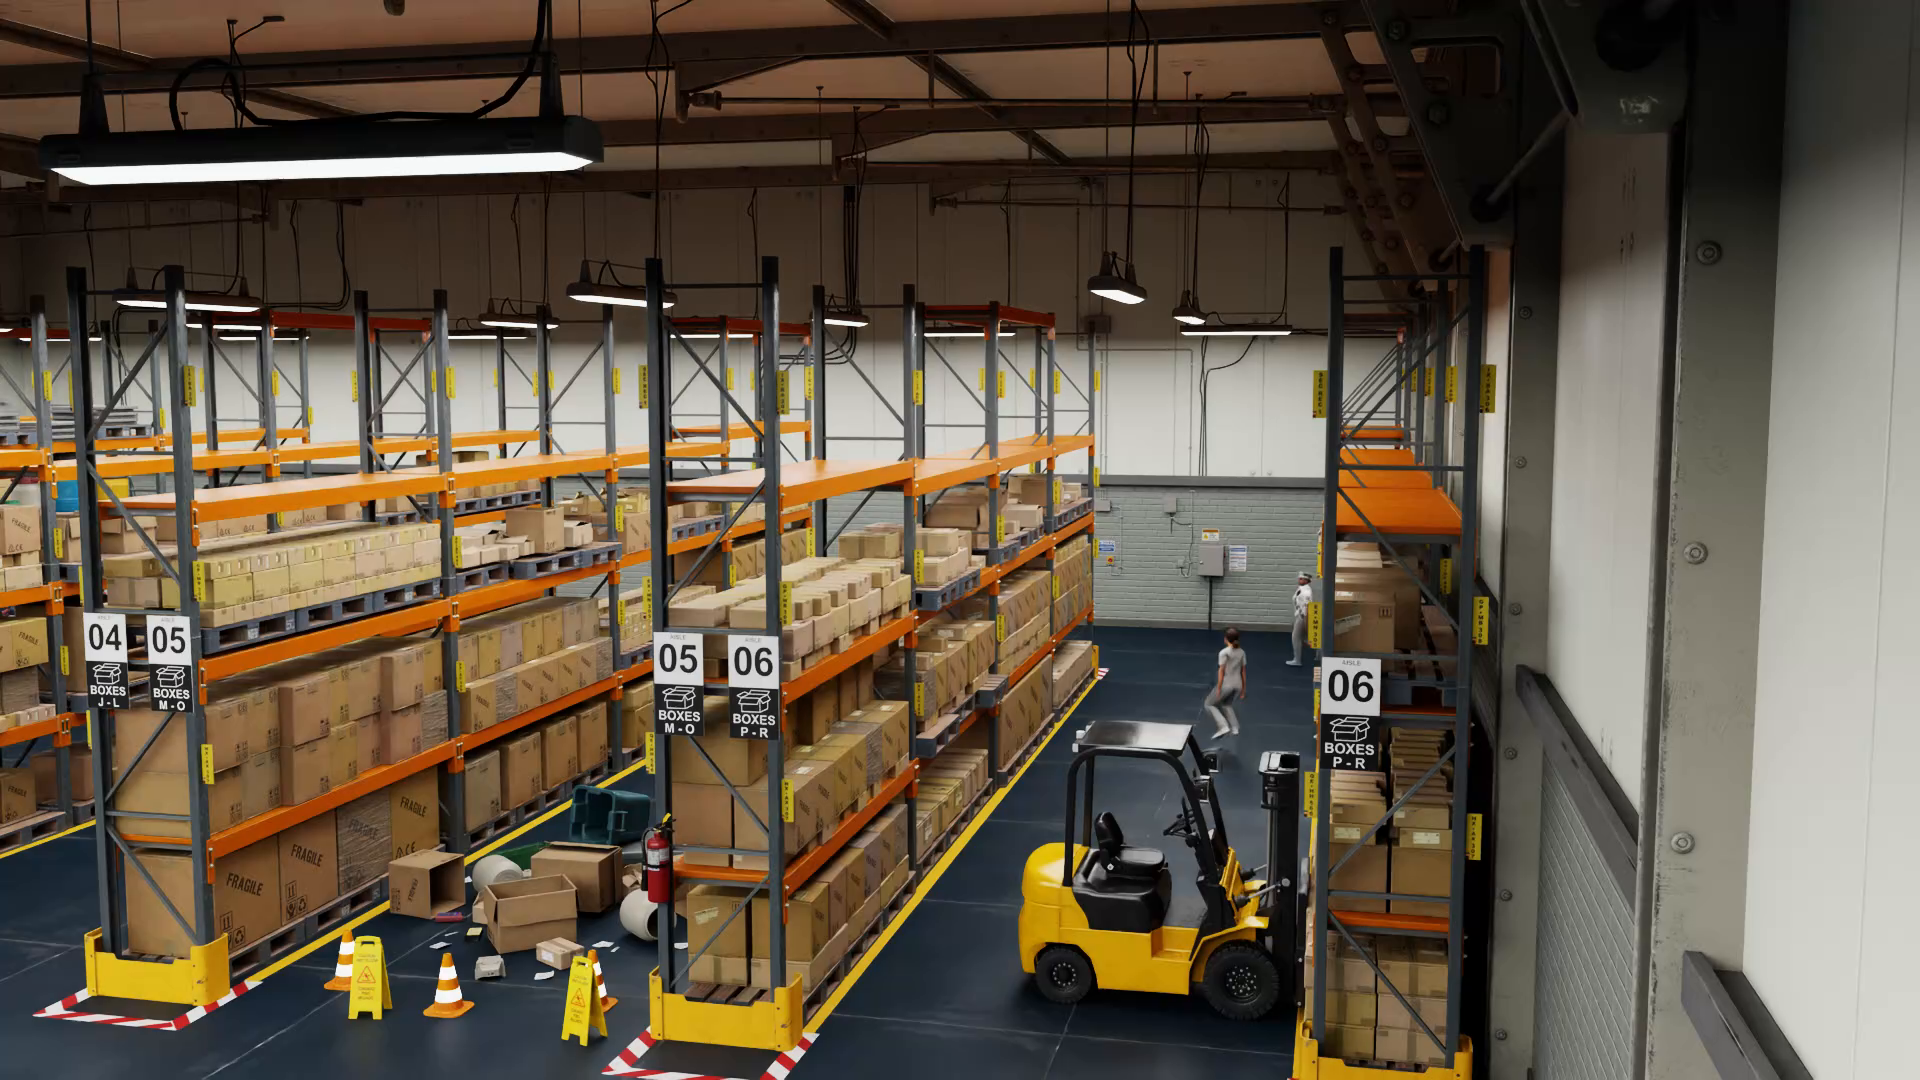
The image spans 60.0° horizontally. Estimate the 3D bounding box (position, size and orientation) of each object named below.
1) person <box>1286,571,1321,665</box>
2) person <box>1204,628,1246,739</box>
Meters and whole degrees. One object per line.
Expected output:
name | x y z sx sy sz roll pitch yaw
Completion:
person | 6.077 1.366 29.197 0.672 1.663 0.453 1 6 10
person | 3.632 1.938 22.542 0.487 1.513 0.492 -2 6 -23
